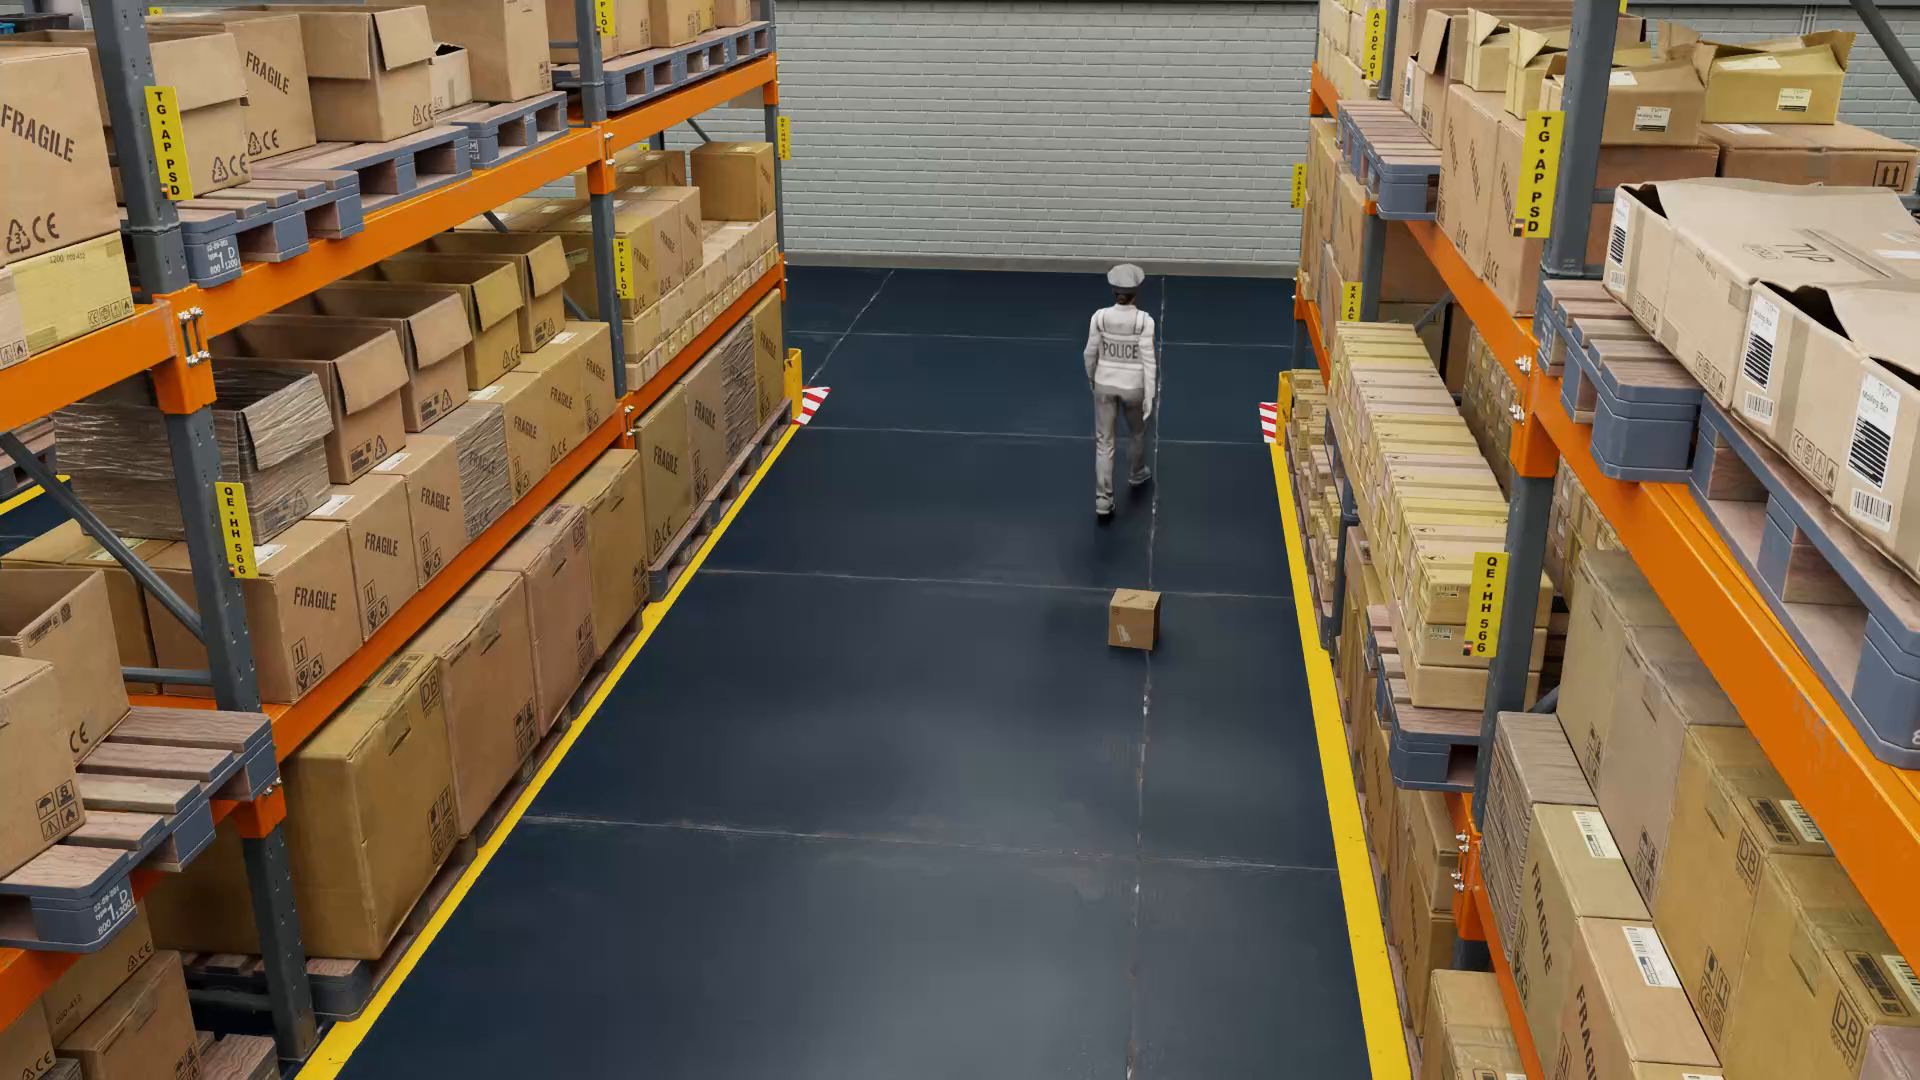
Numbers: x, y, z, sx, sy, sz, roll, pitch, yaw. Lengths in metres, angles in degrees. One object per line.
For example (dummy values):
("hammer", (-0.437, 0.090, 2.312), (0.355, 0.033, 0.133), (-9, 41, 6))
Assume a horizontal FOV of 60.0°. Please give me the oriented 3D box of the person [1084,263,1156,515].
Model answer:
("person", (1.086, -1.068, 11.245), (0.504, 1.631, 0.982), (4, 22, 11))
